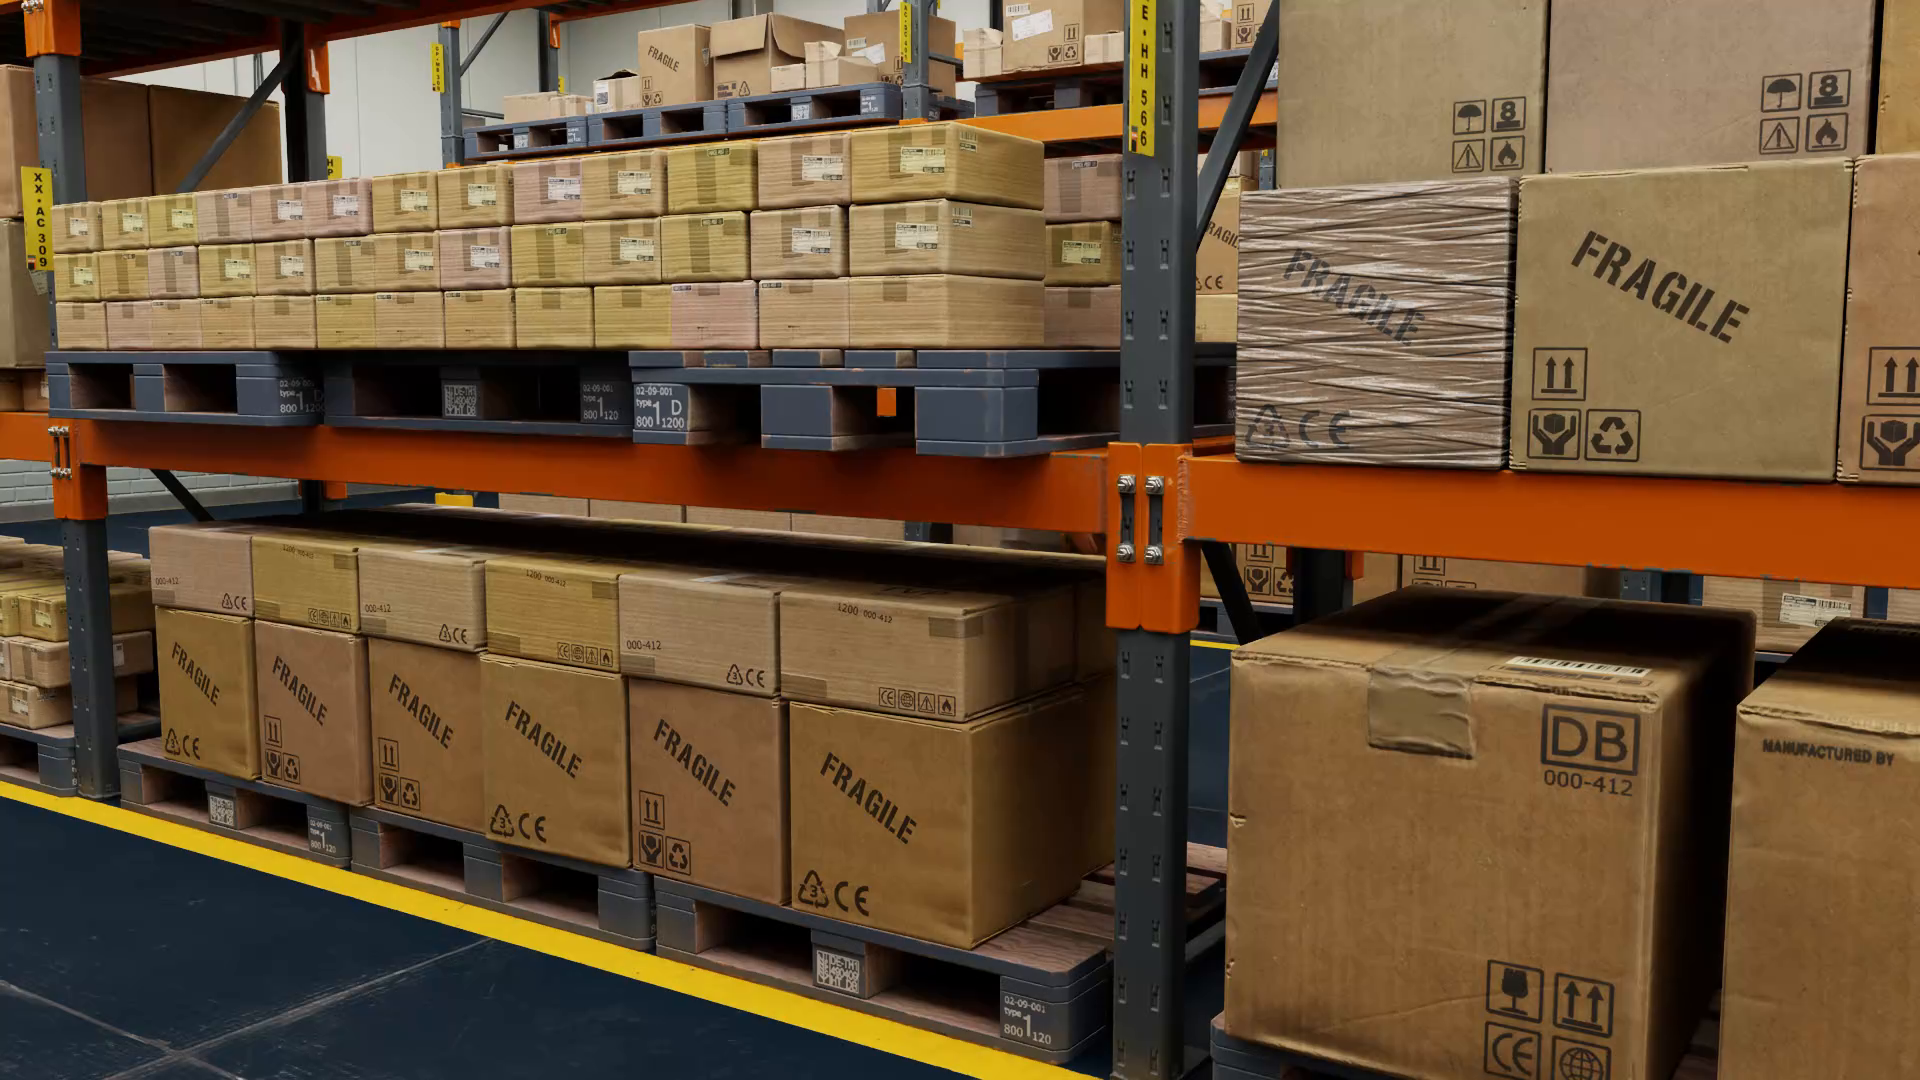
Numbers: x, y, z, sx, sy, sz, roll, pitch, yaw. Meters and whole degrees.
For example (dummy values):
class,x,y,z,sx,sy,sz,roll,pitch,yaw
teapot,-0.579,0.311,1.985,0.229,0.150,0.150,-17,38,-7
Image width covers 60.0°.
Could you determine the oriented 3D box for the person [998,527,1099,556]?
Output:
class,x,y,z,sx,sy,sz,roll,pitch,yaw
person,0.347,0.025,5.736,0.475,1.675,0.464,4,8,33
